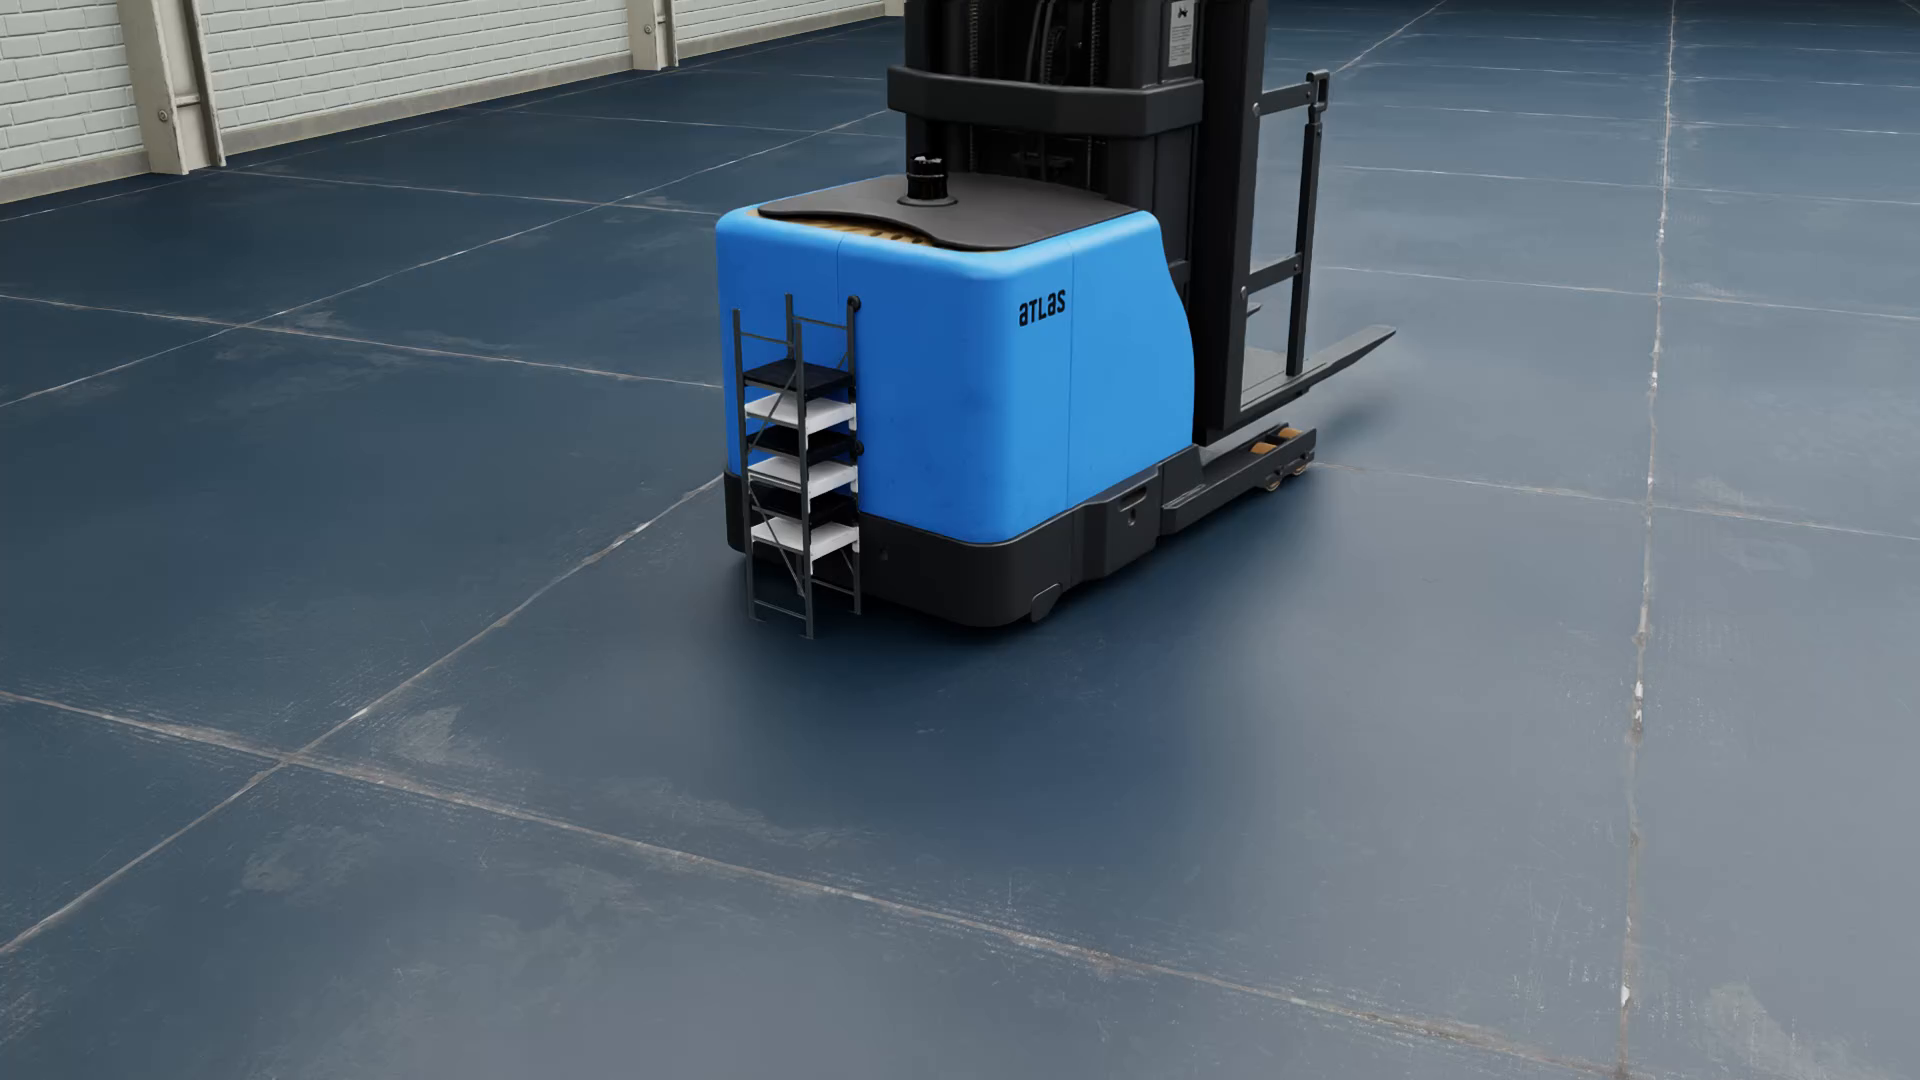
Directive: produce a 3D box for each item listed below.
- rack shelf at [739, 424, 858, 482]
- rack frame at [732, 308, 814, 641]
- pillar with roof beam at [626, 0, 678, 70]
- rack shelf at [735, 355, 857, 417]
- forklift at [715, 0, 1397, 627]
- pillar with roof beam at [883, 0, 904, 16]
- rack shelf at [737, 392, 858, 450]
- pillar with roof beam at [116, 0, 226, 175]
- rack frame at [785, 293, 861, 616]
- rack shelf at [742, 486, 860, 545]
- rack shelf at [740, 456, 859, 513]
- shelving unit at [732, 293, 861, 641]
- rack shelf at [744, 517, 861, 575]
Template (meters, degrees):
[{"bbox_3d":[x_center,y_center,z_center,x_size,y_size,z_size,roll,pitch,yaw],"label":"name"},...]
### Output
[{"bbox_3d":[-0.440,-0.249,4.531,0.258,0.077,0.200,16,28,34],"label":"rack shelf"},{"bbox_3d":[-0.501,-0.165,4.478,0.240,0.900,0.006,16,28,34],"label":"rack frame"},{"bbox_3d":[0.982,-8.206,13.221,9.100,9.000,0.400,9,24,20],"label":"pillar with roof beam"},{"bbox_3d":[-0.440,-0.415,4.461,0.258,0.077,0.200,16,28,34],"label":"rack shelf"},{"bbox_3d":[0.585,-1.619,5.324,1.130,2.935,3.031,16,28,34],"label":"forklift"},{"bbox_3d":[3.211,-10.353,18.361,9.100,9.000,0.400,9,24,20],"label":"pillar with roof beam"},{"bbox_3d":[-0.440,-0.332,4.496,0.258,0.077,0.200,16,28,34],"label":"rack shelf"},{"bbox_3d":[-1.247,-6.059,8.080,9.100,9.000,0.400,9,24,20],"label":"pillar with roof beam"},{"bbox_3d":[-0.378,-0.228,4.627,0.240,0.900,0.006,16,28,34],"label":"rack frame"},{"bbox_3d":[-0.440,-0.083,4.600,0.258,0.077,0.200,16,28,34],"label":"rack shelf"},{"bbox_3d":[-0.440,-0.166,4.566,0.258,0.077,0.200,16,28,34],"label":"rack shelf"},{"bbox_3d":[-0.440,-0.196,4.553,0.258,0.900,0.210,16,28,34],"label":"shelving unit"},{"bbox_3d":[-0.440,0.000,4.635,0.258,0.077,0.200,16,28,34],"label":"rack shelf"}]
